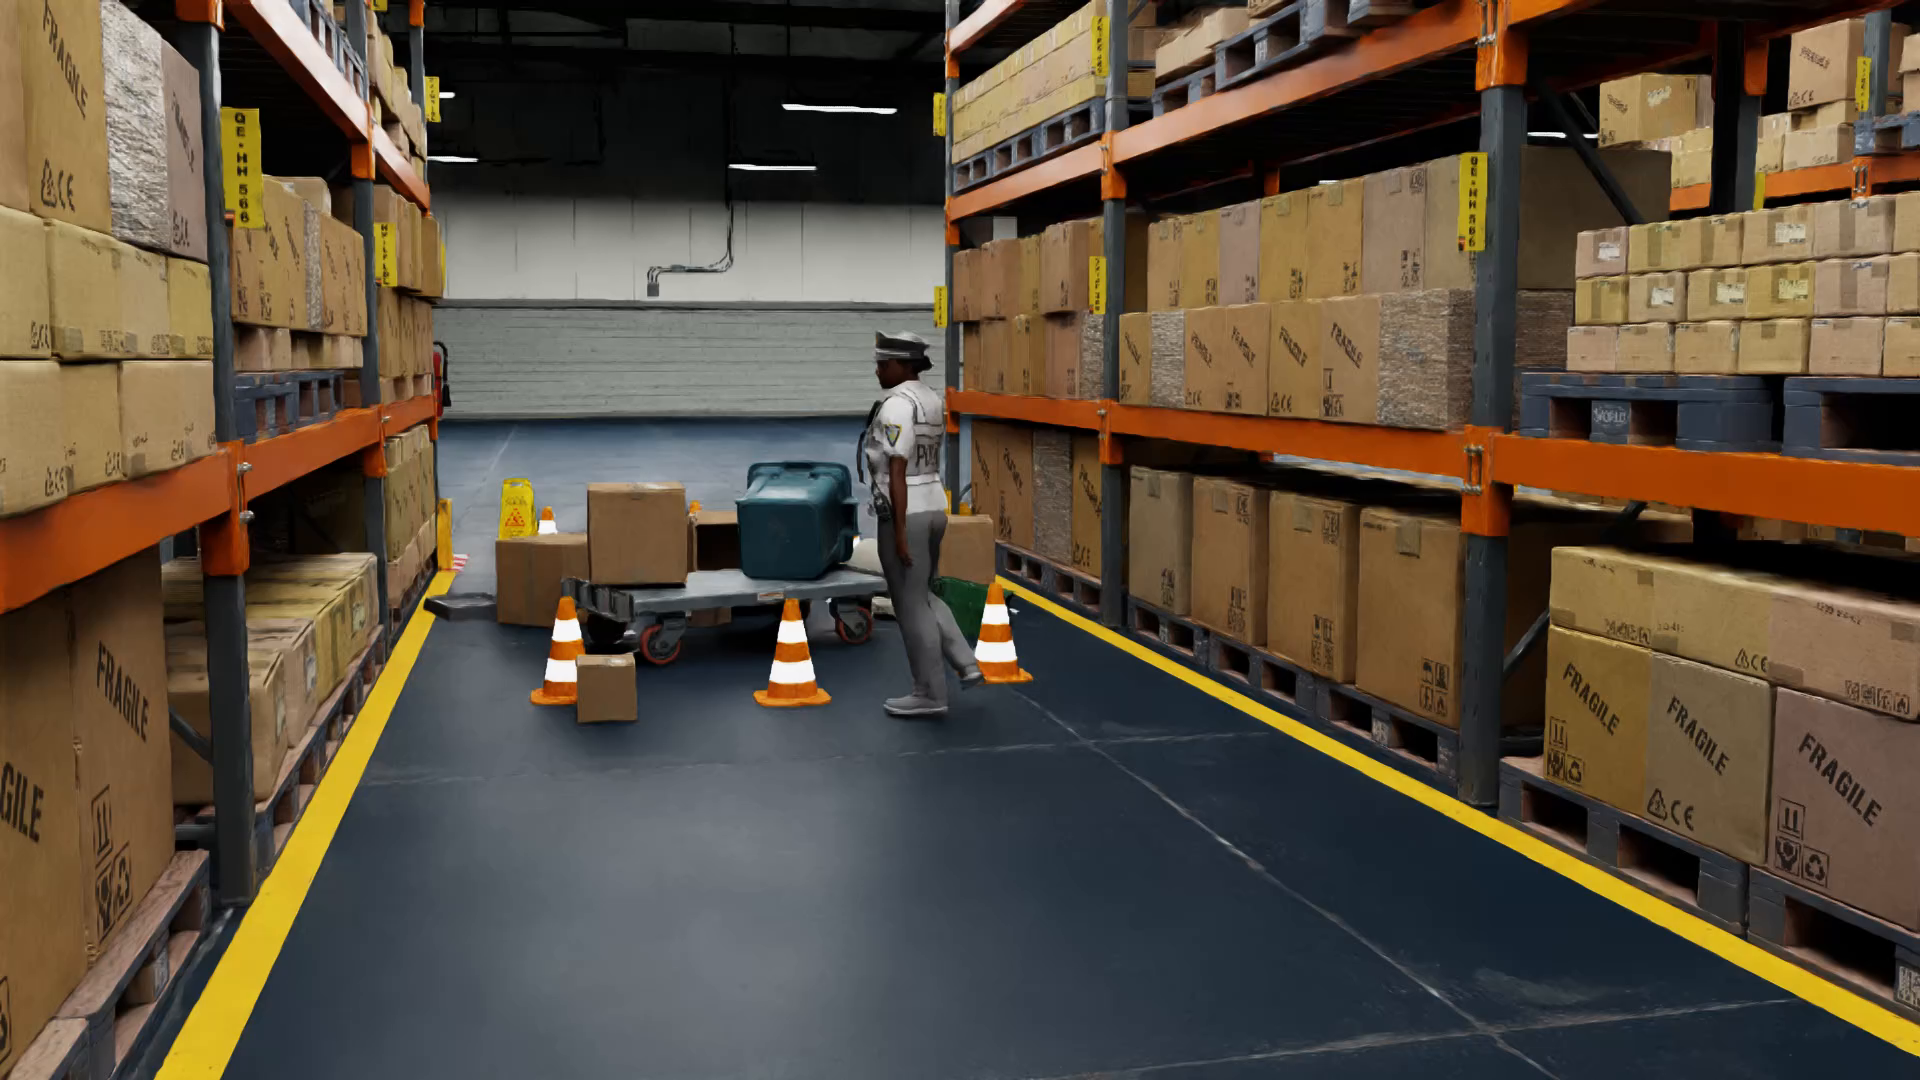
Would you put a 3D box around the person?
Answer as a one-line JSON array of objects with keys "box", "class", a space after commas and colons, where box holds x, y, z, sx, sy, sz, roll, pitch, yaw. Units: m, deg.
[{"box": [-0.150, -0.075, 7.236, 0.450, 1.651, 0.637, 3, 7, 23], "class": "person"}]
